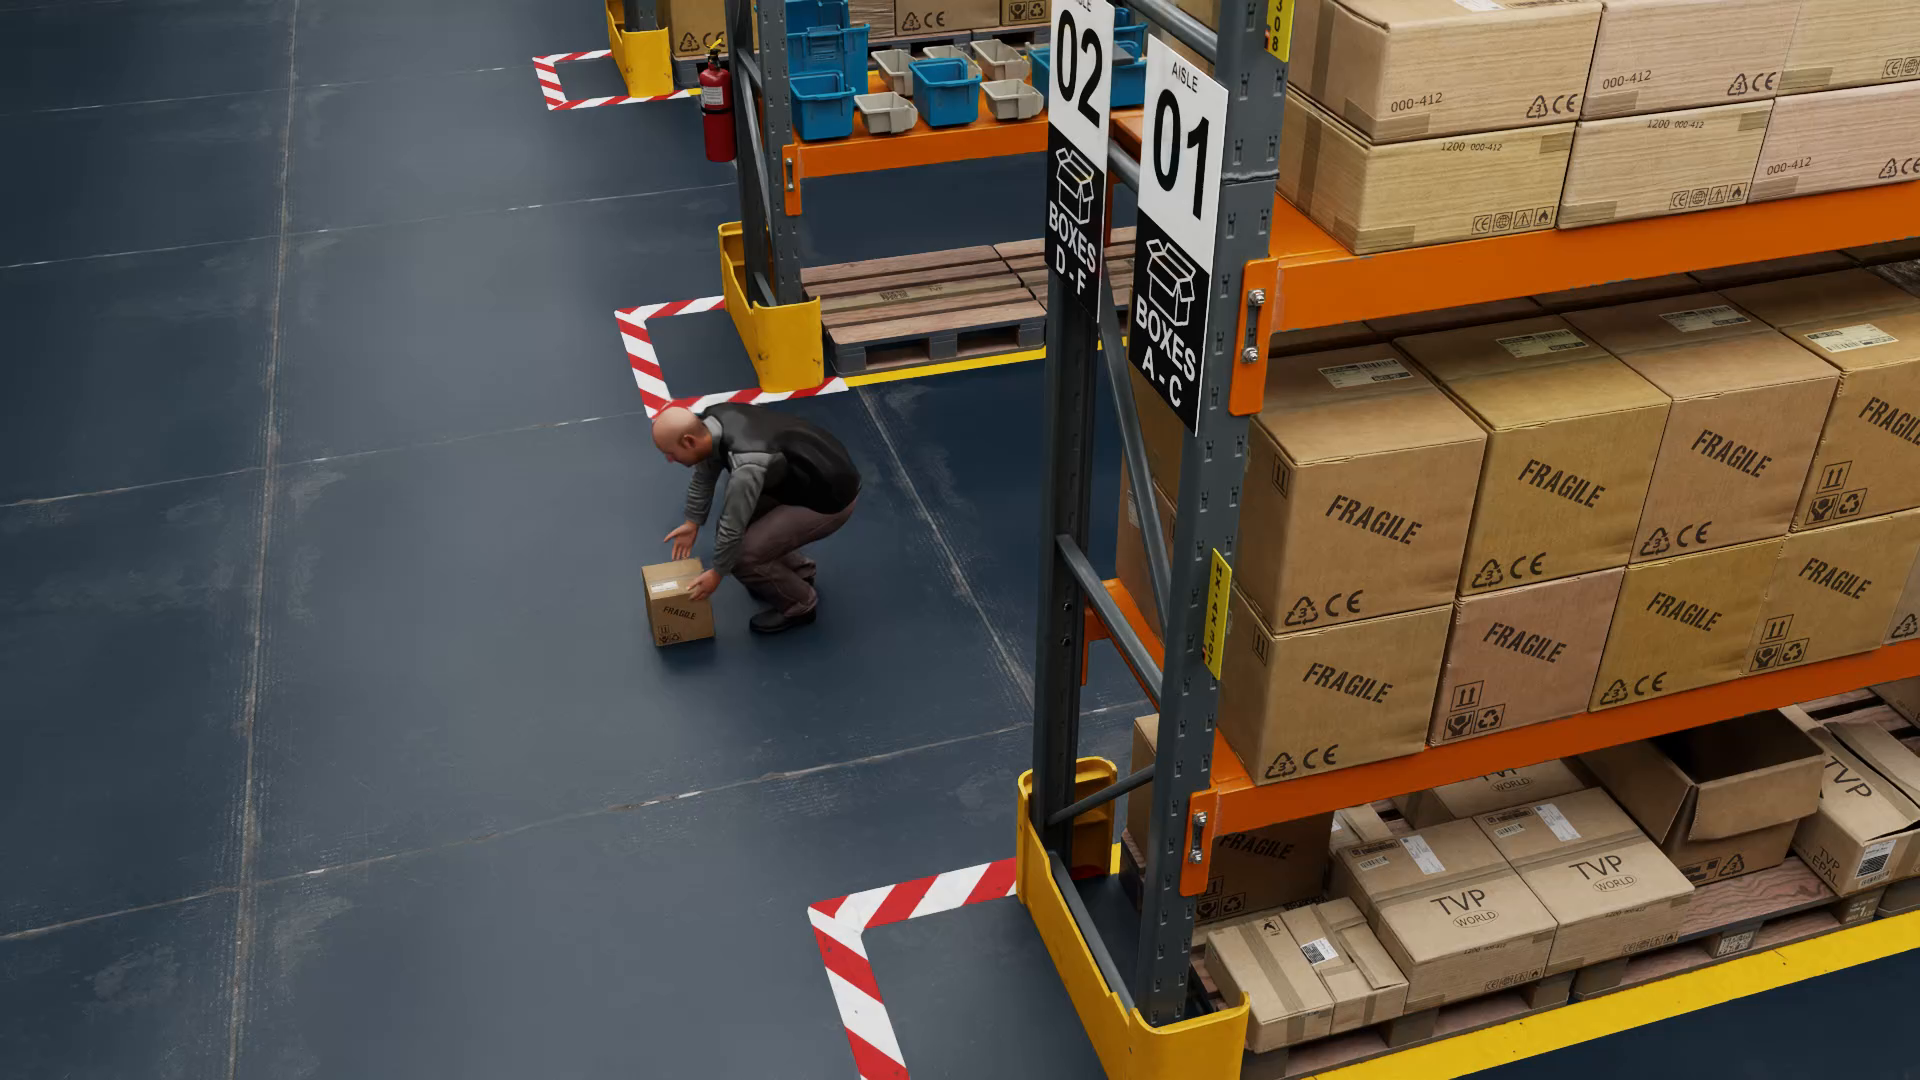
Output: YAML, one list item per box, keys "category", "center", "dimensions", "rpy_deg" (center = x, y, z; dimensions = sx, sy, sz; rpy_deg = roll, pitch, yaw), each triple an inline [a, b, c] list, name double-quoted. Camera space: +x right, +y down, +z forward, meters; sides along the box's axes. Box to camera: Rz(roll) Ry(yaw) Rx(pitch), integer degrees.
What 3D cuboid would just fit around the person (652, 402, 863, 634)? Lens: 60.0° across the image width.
- category: "person"
  center: [-0.824, -0.129, 6.936]
  dimensions: [0.837, 1.083, 0.558]
  rpy_deg: [-10, 35, -15]
